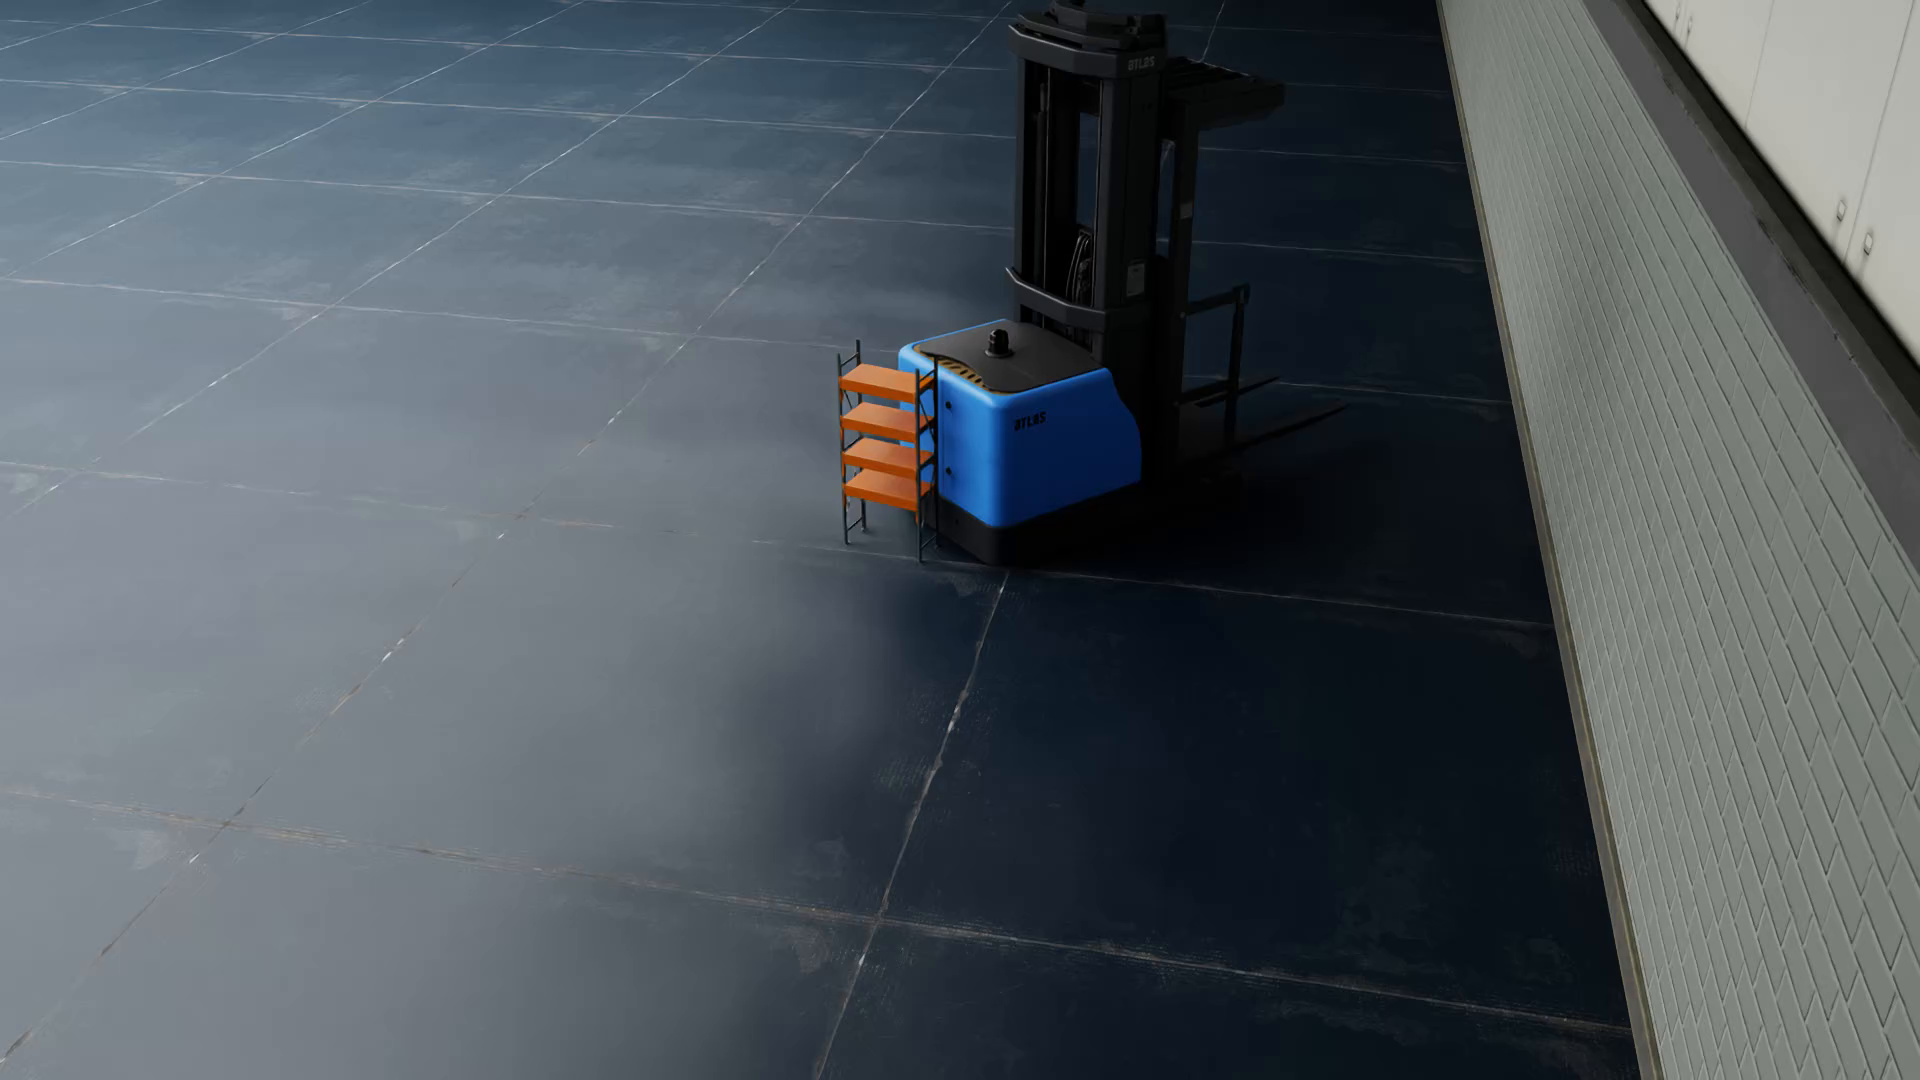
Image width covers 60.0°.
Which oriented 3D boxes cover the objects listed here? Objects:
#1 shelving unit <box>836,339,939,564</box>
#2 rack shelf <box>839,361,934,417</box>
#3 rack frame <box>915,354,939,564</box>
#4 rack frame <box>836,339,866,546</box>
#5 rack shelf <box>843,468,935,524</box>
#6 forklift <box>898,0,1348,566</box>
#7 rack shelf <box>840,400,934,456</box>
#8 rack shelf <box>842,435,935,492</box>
[{"bbox_3d":[-0.400,-0.494,9.402,0.503,1.200,0.258,13,31,23],"label":"shelving unit"},{"bbox_3d":[-0.400,-0.838,9.214,0.480,0.148,0.258,13,31,23],"label":"rack shelf"},{"bbox_3d":[-0.181,-0.442,9.307,0.015,1.200,0.240,13,31,23],"label":"rack frame"},{"bbox_3d":[-0.618,-0.546,9.498,0.015,1.200,0.240,13,31,23],"label":"rack frame"},{"bbox_3d":[-0.400,-0.261,9.530,0.480,0.148,0.258,13,31,23],"label":"rack shelf"},{"bbox_3d":[1.124,-1.684,9.774,3.031,2.935,1.130,-19,34,-31],"label":"forklift"},{"bbox_3d":[-0.400,-0.631,9.327,0.480,0.148,0.258,13,31,23],"label":"rack shelf"},{"bbox_3d":[-0.400,-0.435,9.435,0.480,0.148,0.258,13,31,23],"label":"rack shelf"}]
